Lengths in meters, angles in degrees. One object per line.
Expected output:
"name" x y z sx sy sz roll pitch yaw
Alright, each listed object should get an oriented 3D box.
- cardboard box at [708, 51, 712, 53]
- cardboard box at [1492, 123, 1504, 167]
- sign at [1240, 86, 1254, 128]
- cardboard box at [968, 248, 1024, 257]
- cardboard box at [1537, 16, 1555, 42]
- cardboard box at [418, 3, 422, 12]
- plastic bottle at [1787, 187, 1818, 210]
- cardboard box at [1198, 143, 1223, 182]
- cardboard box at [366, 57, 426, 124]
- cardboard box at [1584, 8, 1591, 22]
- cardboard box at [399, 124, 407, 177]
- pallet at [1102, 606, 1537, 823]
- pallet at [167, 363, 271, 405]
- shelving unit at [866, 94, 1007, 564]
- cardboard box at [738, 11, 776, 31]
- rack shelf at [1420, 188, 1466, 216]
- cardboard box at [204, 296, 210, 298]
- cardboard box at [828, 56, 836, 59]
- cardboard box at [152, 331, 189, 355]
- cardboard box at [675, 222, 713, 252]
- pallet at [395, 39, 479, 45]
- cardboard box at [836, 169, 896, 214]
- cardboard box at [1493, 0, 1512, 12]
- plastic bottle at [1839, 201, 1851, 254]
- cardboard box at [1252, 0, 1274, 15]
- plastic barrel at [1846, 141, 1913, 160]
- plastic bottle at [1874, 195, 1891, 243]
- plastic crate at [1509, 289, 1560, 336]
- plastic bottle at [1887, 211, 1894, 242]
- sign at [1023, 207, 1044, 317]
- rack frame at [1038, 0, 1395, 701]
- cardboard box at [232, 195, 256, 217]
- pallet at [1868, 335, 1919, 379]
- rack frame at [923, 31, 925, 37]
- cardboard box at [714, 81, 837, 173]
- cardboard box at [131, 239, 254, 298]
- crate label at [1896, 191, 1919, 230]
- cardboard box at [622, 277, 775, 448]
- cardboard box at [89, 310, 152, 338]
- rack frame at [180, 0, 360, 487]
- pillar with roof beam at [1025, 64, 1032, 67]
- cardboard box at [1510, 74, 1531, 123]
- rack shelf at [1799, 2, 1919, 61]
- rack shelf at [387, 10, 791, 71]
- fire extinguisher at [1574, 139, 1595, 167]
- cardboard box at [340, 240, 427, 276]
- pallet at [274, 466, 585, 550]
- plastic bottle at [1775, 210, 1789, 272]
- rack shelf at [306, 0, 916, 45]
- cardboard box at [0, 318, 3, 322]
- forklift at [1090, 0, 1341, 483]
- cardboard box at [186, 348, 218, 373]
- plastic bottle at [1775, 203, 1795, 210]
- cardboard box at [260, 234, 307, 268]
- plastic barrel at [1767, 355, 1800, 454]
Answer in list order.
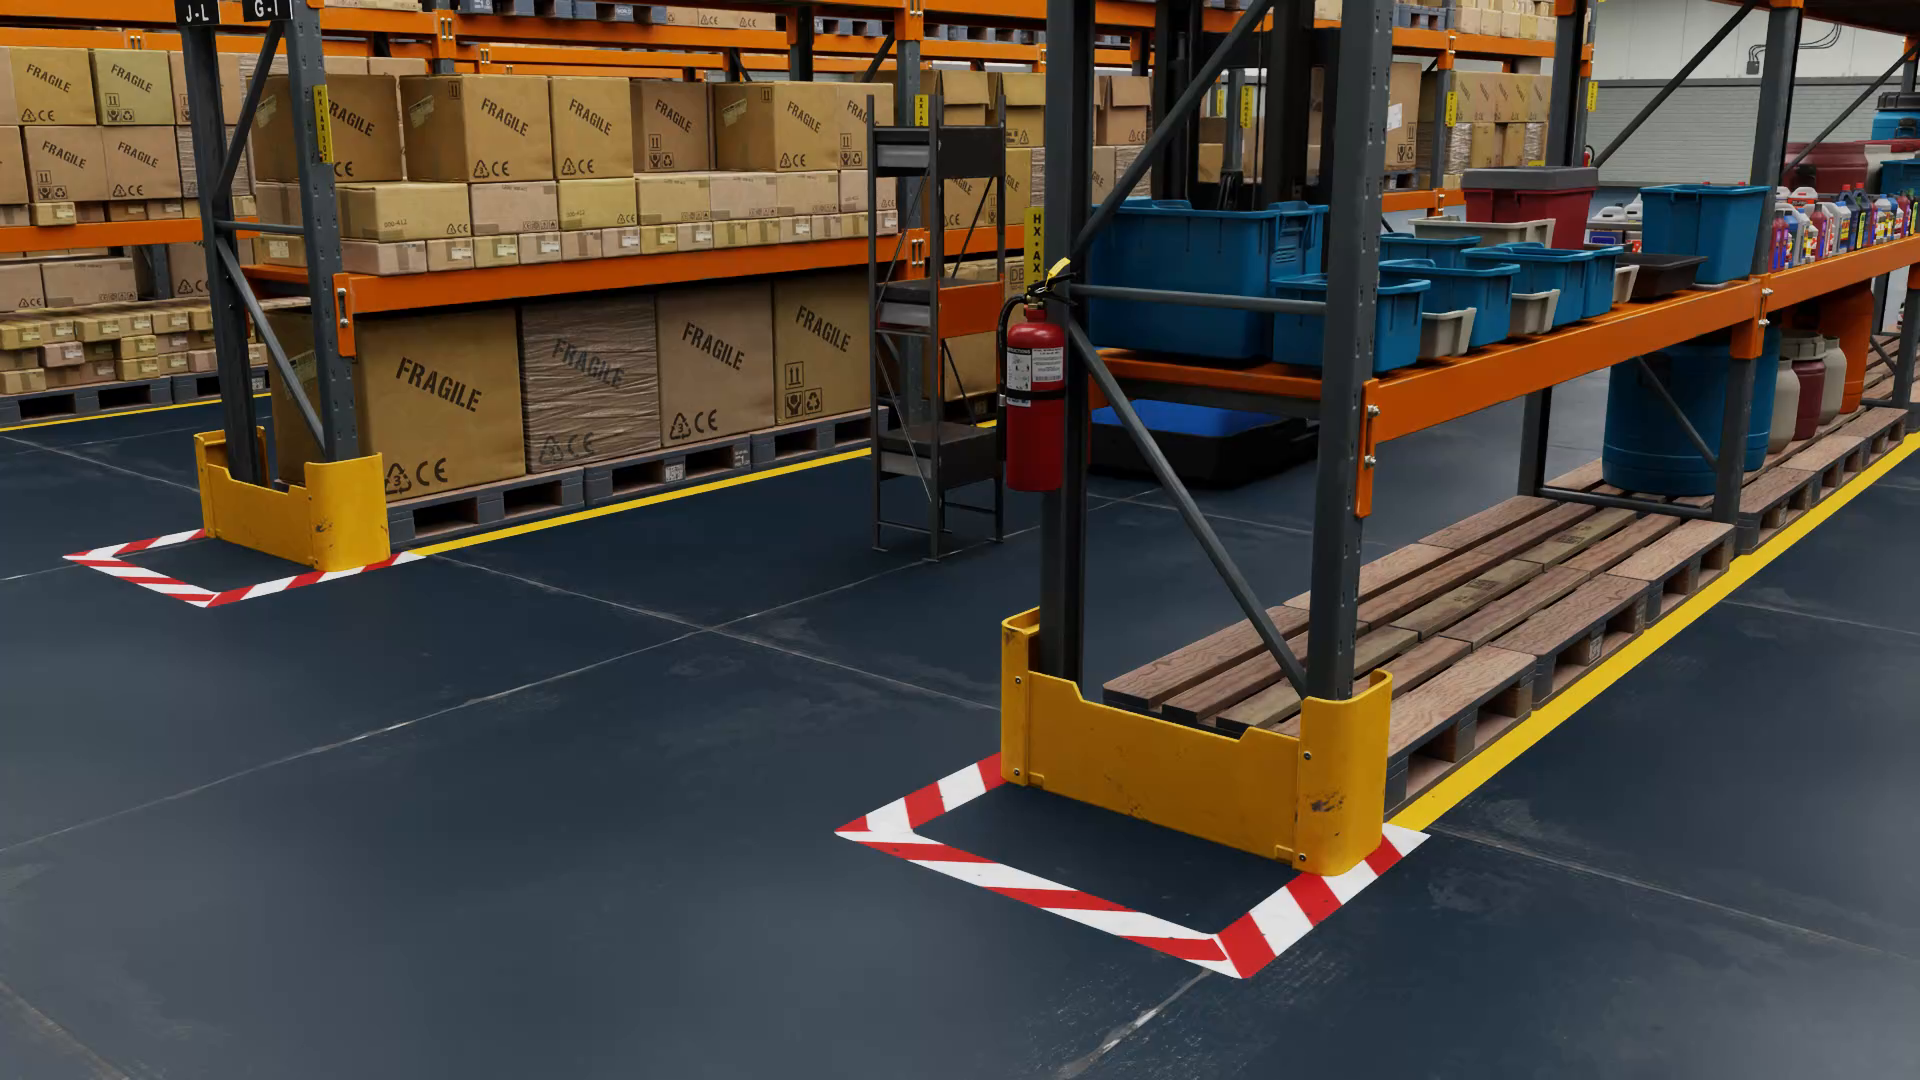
"cardboard box" -3.388 -6.700 22.822 0.380 0.149 0.250 11 18 38
"cardboard box" 5.267 -4.197 17.746 0.875 0.500 0.500 11 18 38
"sign" 2.279 -3.436 13.206 0.100 0.325 0.005 11 18 38
"cardboard box" 0.279 -1.665 12.048 1.225 0.875 0.875 10 18 36
"cardboard box" 6.127 -5.549 18.087 0.500 0.250 0.500 12 18 39
"cardboard box" -6.337 -5.981 18.426 0.700 0.500 0.500 10 17 35
"plastic bottle" 5.292 -2.077 10.461 0.152 0.276 0.135 11 18 38
"cardboard box" 1.728 -2.876 13.149 0.500 0.500 0.500 12 19 39
"cardboard box" -4.549 -3.527 13.075 0.500 0.500 0.500 10 18 36
"cardboard box" 6.941 -5.965 18.916 0.380 0.149 0.250 11 18 38
"cardboard box" -4.548 -3.038 13.181 0.500 0.500 0.500 11 18 38
"pallet" 1.218 0.538 5.578 1.003 0.211 1.213 11 18 38
"pallet" -5.624 -1.261 12.658 1.003 0.211 1.213 11 18 38
"shelving unit" -0.104 -0.986 7.740 0.431 2.100 0.503 11 18 38
"cardboard box" -2.111 -5.101 15.815 0.500 0.500 0.500 11 18 38
"rack shelf" 5.616 -3.761 18.296 1.077 0.370 4.000 11 18 38
"cardboard box" -5.658 -1.803 12.859 0.380 0.149 0.250 10 18 35
"cardboard box" -1.991 -6.910 23.648 0.380 0.149 0.250 11 18 38
"cardboard box" -5.809 -1.444 12.048 0.380 0.149 0.250 10 17 35
"cardboard box" -1.574 -1.669 9.110 0.380 0.149 0.250 12 18 38
"pallet" -6.226 -5.725 18.857 1.213 0.211 1.003 12 19 40
"cardboard box" -0.742 -2.141 10.158 0.500 0.250 0.500 11 18 37
"cardboard box" 5.460 -5.517 17.150 0.380 0.149 0.250 11 18 37
"plastic bottle" 4.654 -1.654 8.801 0.097 0.271 0.097 0 14 0
"cardboard box" 2.338 -4.392 13.533 0.500 0.250 0.500 12 18 39
"plastic barrel" 6.706 -2.653 12.199 0.433 0.535 0.433 0 14 0
"plastic bottle" 5.298 -1.850 9.575 0.097 0.271 0.097 0 14 0
"plastic crate" 1.773 -0.738 5.350 0.250 0.136 0.298 11 18 38
"plastic bottle" 5.360 -1.835 9.657 0.097 0.201 0.097 0 14 0
"sign" 0.231 -0.823 4.939 0.100 0.325 0.005 11 18 38
"rack frame" 0.669 -0.662 4.636 1.000 3.000 0.127 11 18 38
"cardboard box" -5.388 -2.458 12.217 0.380 0.149 0.250 12 18 39
"pallet" 7.748 -1.452 13.410 1.003 0.211 1.213 11 18 38
"rack frame" -0.835 -8.934 25.013 1.000 3.000 0.127 11 18 38
"cardboard box" -1.068 -2.405 9.674 0.500 0.500 0.500 11 18 38
"cardboard box" -8.050 -3.033 17.432 0.875 0.875 0.875 12 19 39
"crate label" 6.254 -2.136 10.777 0.303 0.233 0.416 11 18 38
"cardboard box" -1.712 -1.082 9.752 0.875 0.875 0.875 11 18 38
"cardboard box" -5.955 -1.533 11.796 0.380 0.149 0.250 10 17 35
"rack frame" -3.183 -1.428 7.653 1.000 3.000 0.127 11 18 38
"pillar with roof beam" 5.054 -11.339 34.482 9.100 9.000 0.400 11 18 38
"cardboard box" 5.773 -4.740 17.850 0.500 0.500 0.500 11 18 38
"rack shelf" 6.954 -3.682 11.894 1.077 0.370 4.000 11 18 38
"rack shelf" -3.206 -4.469 14.993 1.077 0.370 4.000 11 18 38
"fire extinguisher" 7.303 -4.406 19.530 0.296 0.674 0.183 11 18 38
"cardboard box" -2.703 -1.324 7.751 0.380 0.149 0.250 12 18 38
"pallet" -2.741 -0.242 8.647 1.003 0.211 1.213 11 18 38
"plastic bottle" 3.830 -1.401 7.783 0.061 0.283 0.133 11 18 38
"rack shelf" -1.926 -2.917 8.880 1.077 0.370 4.000 11 18 38
"cardboard box" -6.842 -1.466 11.531 0.380 0.149 0.250 12 18 38
"forklift" 1.877 -2.048 10.230 1.130 2.935 3.031 10 17 34
"cardboard box" -5.591 -1.329 12.200 0.380 0.149 0.250 10 17 35
"plastic bottle" 4.234 -1.598 8.575 0.152 0.276 0.135 11 18 38
"cardboard box" -3.215 -1.426 8.153 0.380 0.149 0.250 12 18 39
"plastic barrel" 4.408 -0.757 9.211 0.421 0.512 0.421 0 14 0
